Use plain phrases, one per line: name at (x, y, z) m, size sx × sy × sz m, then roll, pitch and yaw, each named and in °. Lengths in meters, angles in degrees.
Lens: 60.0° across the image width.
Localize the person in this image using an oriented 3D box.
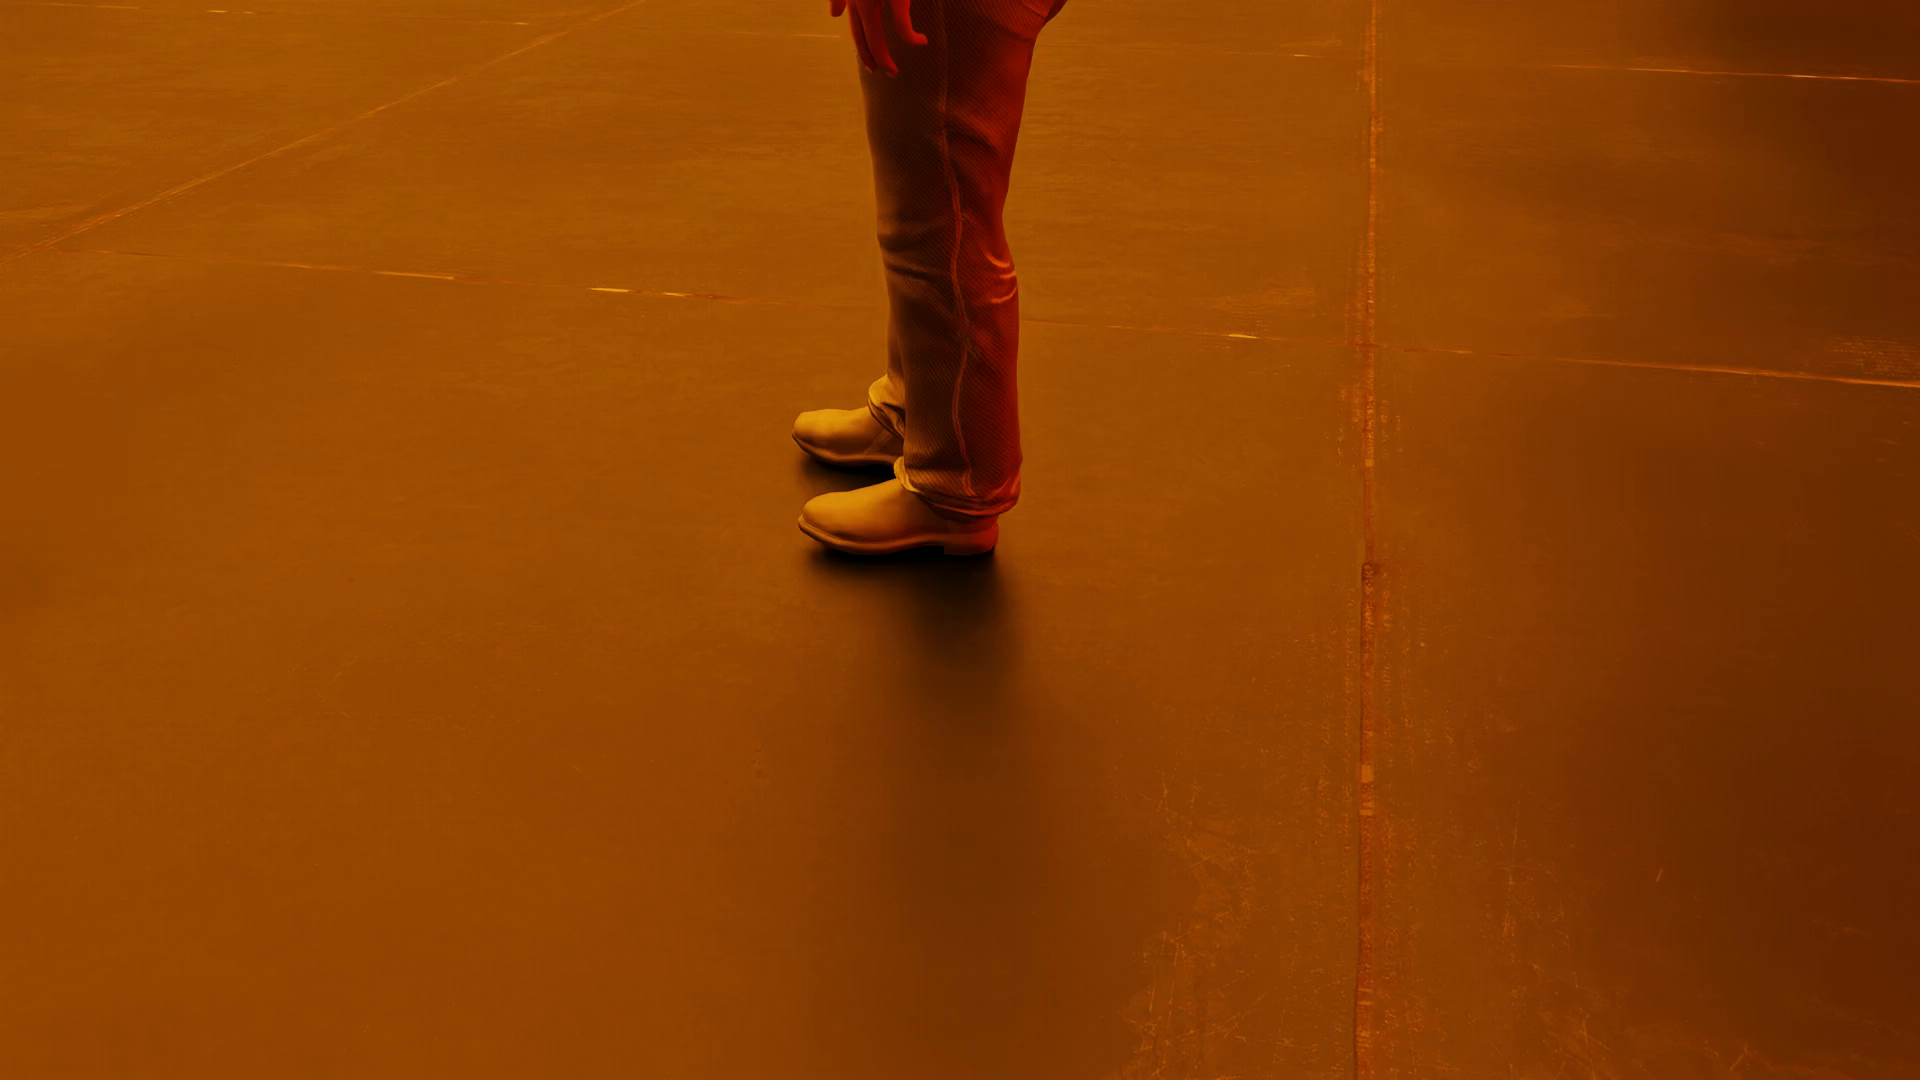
person at (-0.060, -0.808, 2.116) m, size 0.566 × 1.775 × 0.634 m, roll 6°, pitch 27°, yaw 11°
